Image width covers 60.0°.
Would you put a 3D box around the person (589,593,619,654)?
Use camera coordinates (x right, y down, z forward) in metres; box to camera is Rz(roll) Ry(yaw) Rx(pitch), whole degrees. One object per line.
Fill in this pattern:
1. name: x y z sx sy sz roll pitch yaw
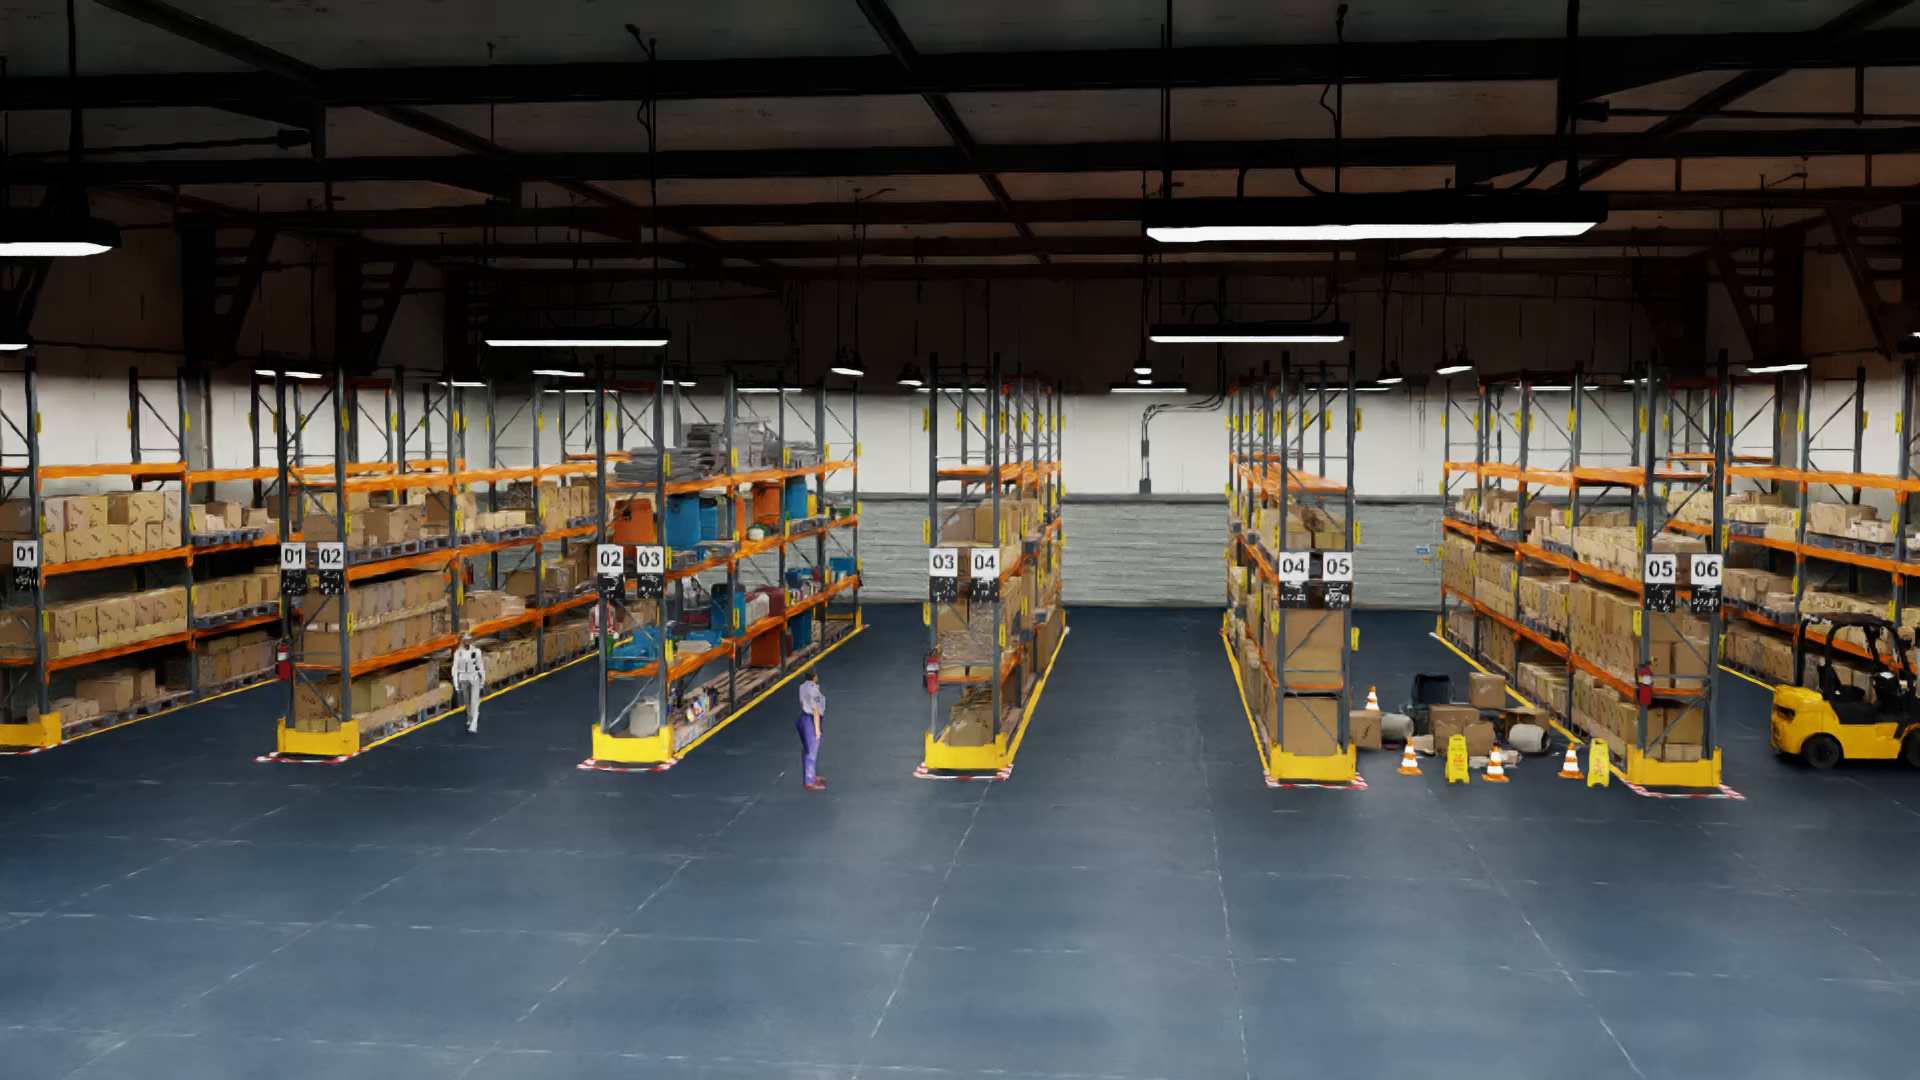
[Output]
1. person: -7.000 1.832 32.551 0.547 1.709 1.127 0 4 4

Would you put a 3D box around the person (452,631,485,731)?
1. person: -7.990 2.265 27.004 0.483 1.621 0.995 0 4 -2

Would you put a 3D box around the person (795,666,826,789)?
1. person: -2.021 2.553 22.851 0.425 1.657 0.539 -2 4 -25

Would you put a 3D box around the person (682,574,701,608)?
1. person: -6.506 1.374 39.951 0.592 1.625 0.526 0 4 5
